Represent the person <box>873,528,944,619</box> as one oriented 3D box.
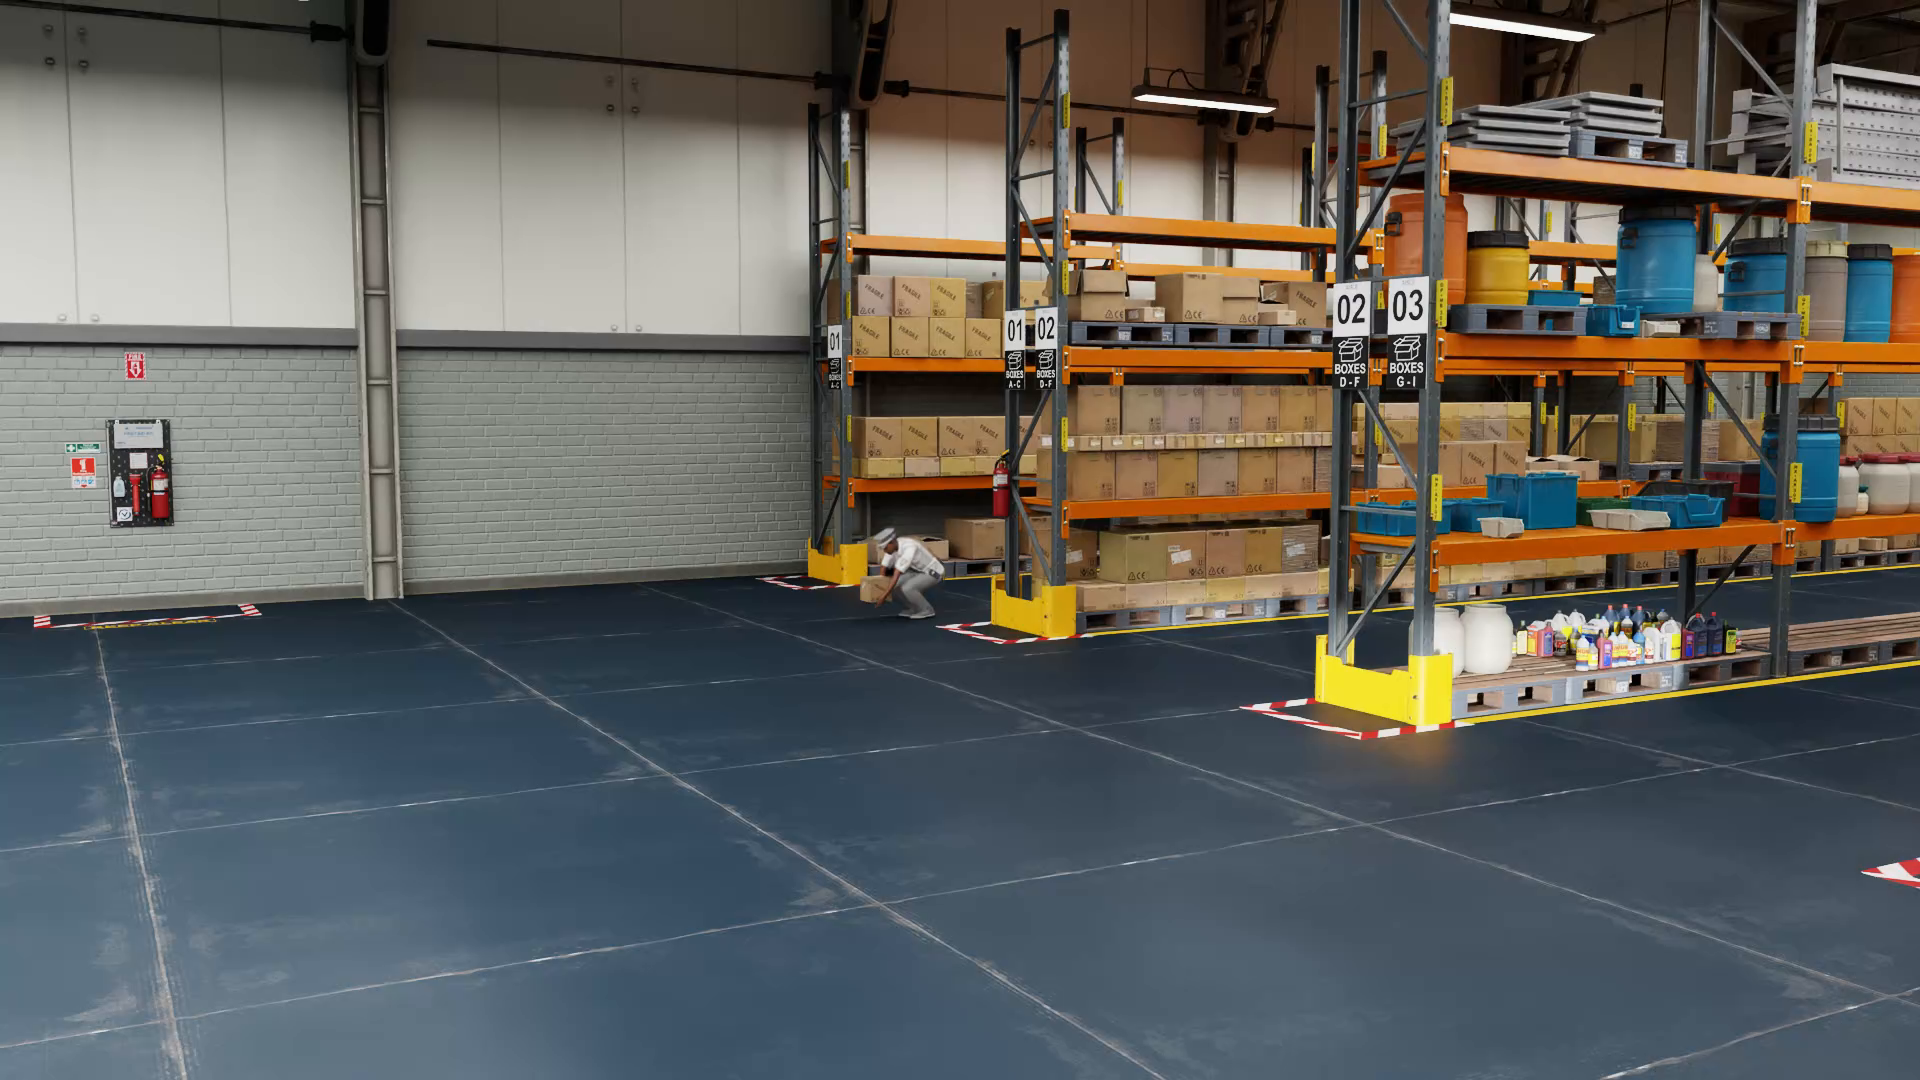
[{"bbox_3d":[-0.578,0.345,17.572,0.860,0.979,0.462,-3,6,-30],"label":"person"}]
